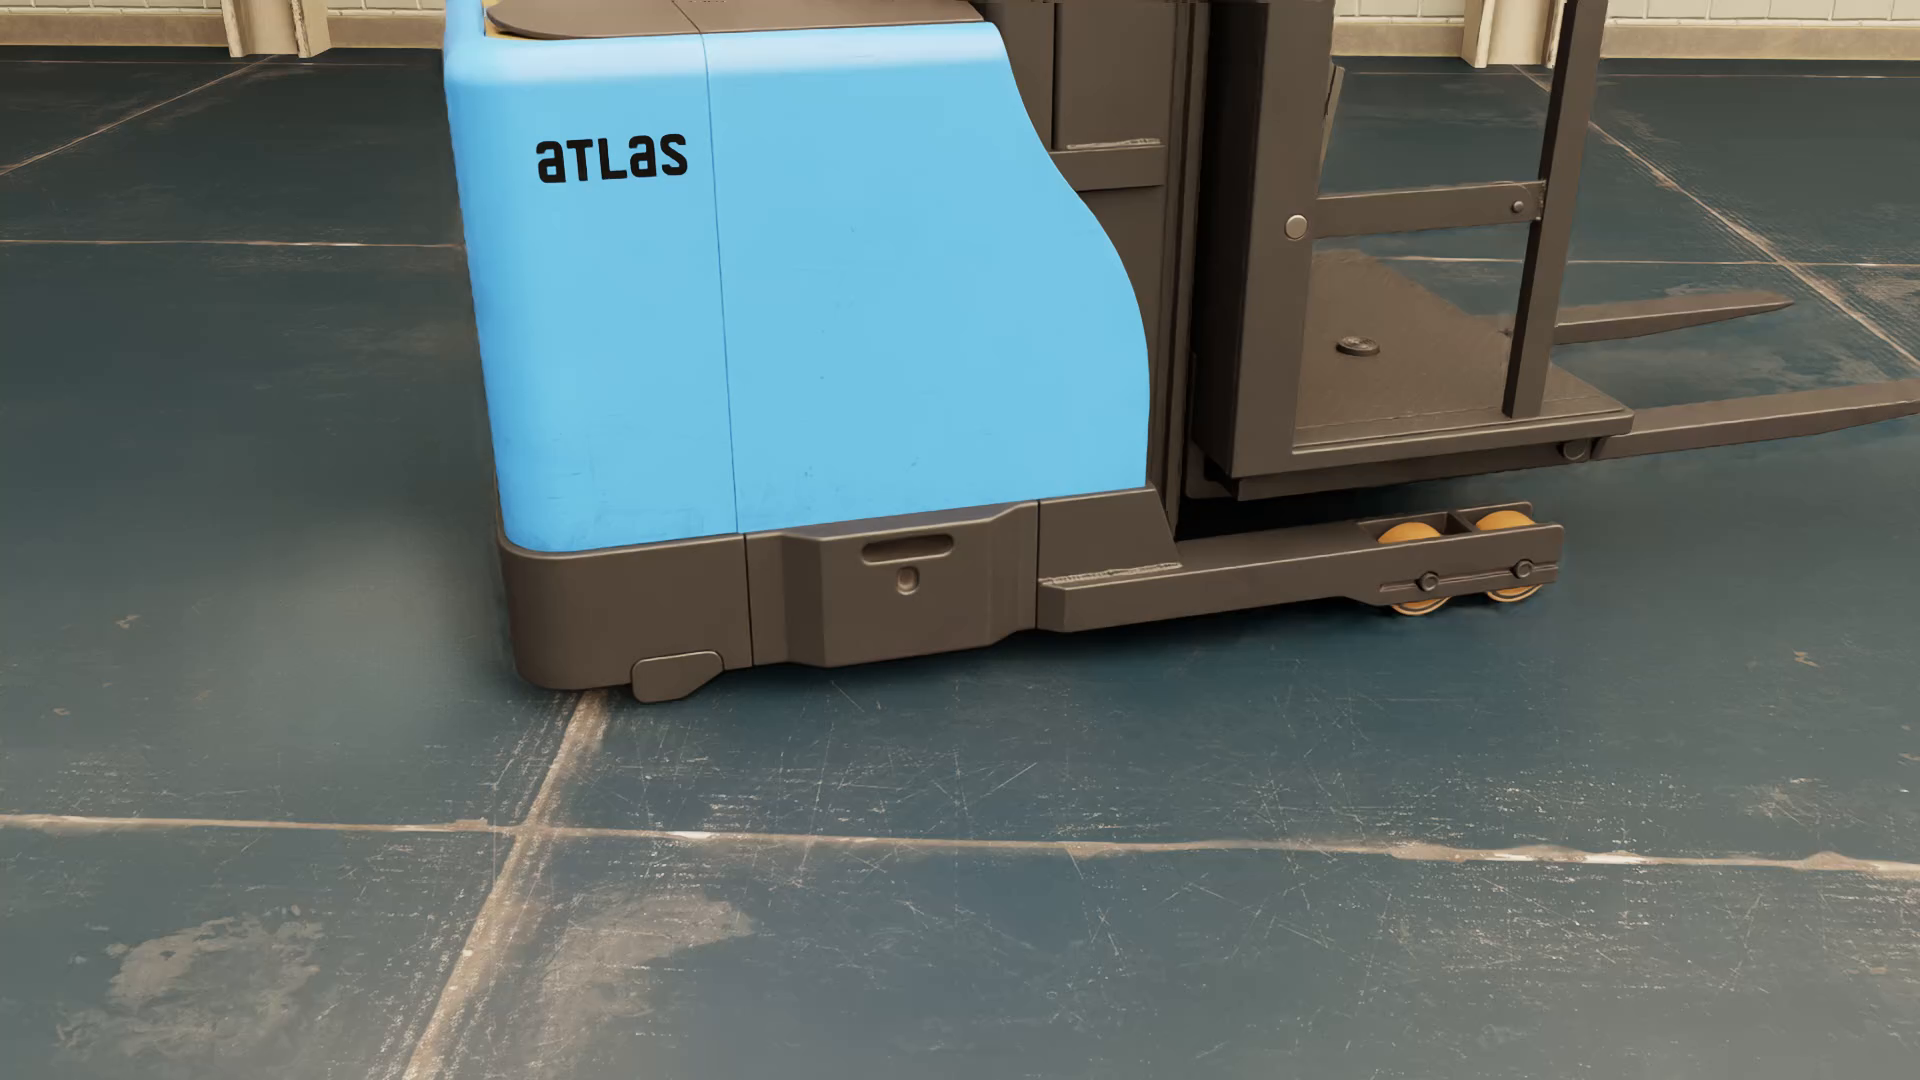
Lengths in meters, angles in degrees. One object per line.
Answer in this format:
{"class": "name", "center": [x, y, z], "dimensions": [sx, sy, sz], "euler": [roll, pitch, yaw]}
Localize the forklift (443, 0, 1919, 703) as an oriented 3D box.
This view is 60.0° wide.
{"class": "forklift", "center": [0.617, -1.395, 2.848], "dimensions": [3.031, 2.935, 1.130], "euler": [-7, 27, -14]}
